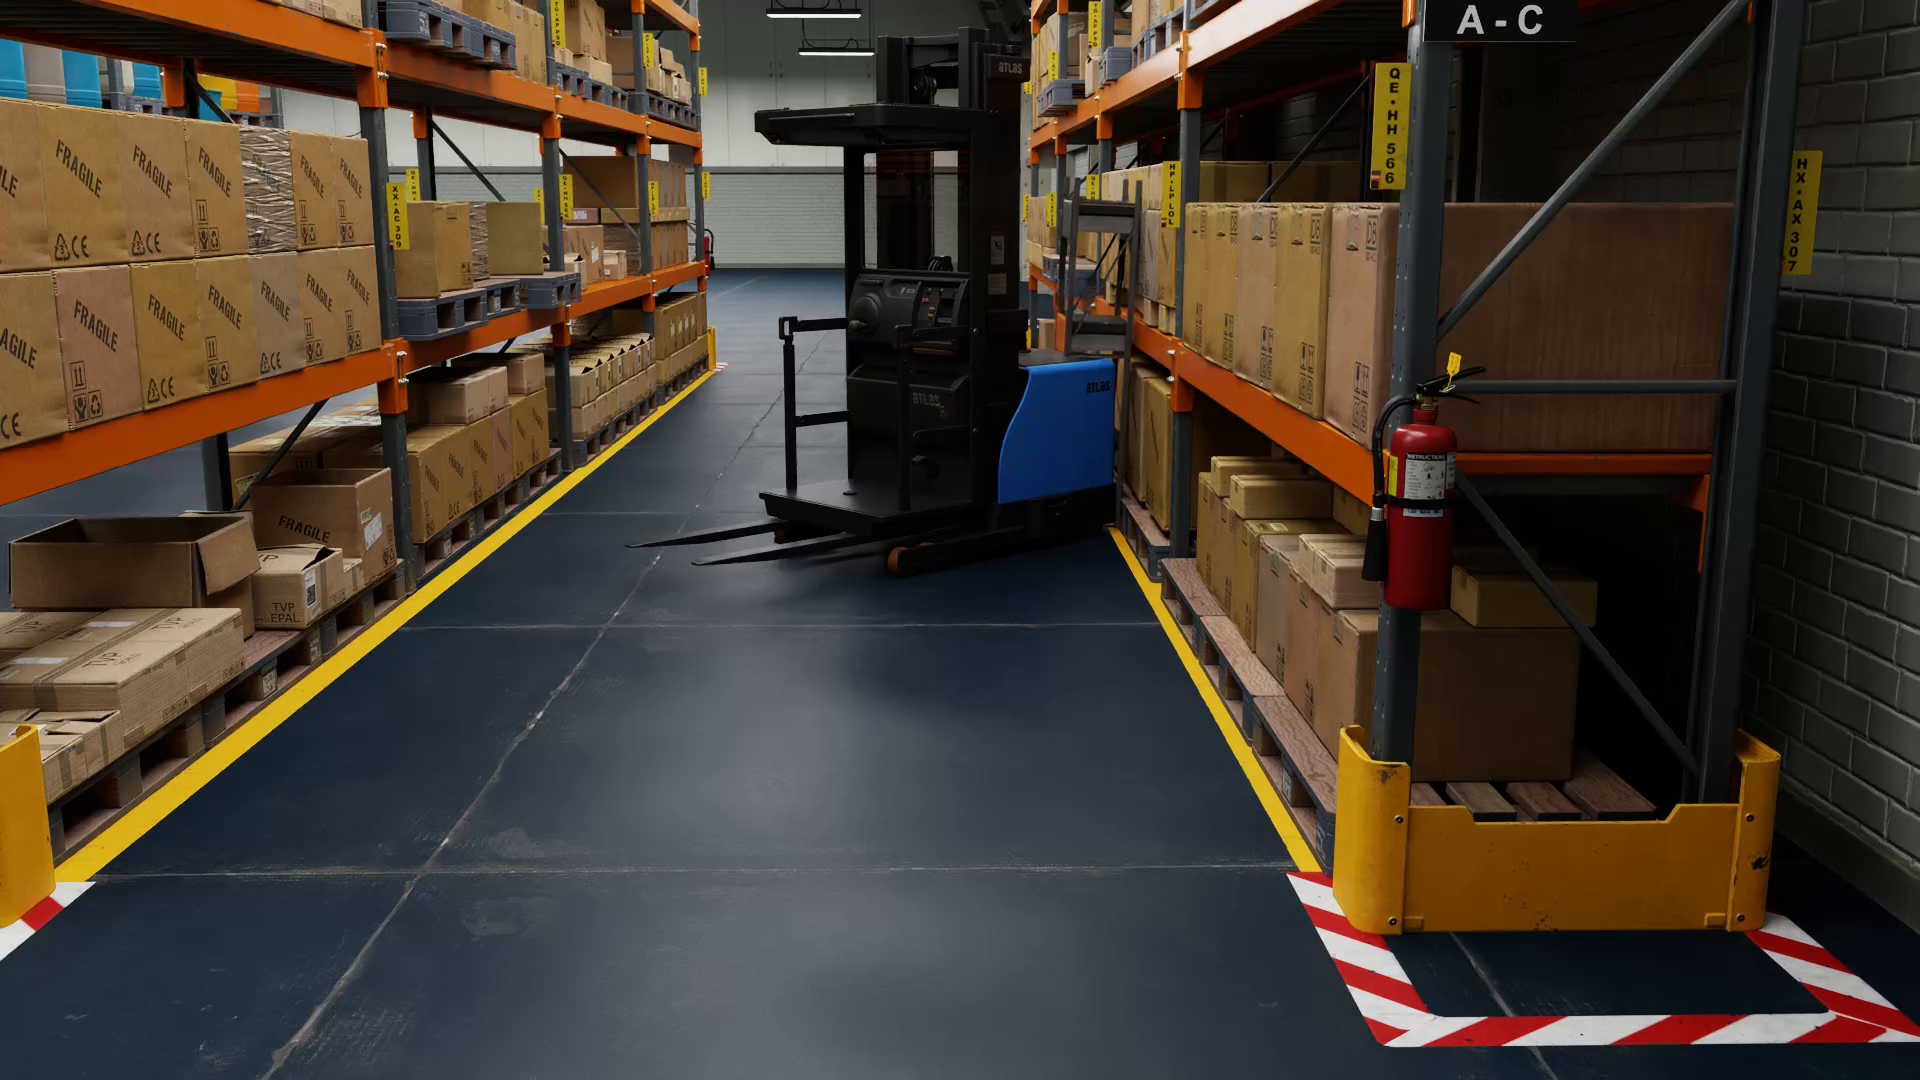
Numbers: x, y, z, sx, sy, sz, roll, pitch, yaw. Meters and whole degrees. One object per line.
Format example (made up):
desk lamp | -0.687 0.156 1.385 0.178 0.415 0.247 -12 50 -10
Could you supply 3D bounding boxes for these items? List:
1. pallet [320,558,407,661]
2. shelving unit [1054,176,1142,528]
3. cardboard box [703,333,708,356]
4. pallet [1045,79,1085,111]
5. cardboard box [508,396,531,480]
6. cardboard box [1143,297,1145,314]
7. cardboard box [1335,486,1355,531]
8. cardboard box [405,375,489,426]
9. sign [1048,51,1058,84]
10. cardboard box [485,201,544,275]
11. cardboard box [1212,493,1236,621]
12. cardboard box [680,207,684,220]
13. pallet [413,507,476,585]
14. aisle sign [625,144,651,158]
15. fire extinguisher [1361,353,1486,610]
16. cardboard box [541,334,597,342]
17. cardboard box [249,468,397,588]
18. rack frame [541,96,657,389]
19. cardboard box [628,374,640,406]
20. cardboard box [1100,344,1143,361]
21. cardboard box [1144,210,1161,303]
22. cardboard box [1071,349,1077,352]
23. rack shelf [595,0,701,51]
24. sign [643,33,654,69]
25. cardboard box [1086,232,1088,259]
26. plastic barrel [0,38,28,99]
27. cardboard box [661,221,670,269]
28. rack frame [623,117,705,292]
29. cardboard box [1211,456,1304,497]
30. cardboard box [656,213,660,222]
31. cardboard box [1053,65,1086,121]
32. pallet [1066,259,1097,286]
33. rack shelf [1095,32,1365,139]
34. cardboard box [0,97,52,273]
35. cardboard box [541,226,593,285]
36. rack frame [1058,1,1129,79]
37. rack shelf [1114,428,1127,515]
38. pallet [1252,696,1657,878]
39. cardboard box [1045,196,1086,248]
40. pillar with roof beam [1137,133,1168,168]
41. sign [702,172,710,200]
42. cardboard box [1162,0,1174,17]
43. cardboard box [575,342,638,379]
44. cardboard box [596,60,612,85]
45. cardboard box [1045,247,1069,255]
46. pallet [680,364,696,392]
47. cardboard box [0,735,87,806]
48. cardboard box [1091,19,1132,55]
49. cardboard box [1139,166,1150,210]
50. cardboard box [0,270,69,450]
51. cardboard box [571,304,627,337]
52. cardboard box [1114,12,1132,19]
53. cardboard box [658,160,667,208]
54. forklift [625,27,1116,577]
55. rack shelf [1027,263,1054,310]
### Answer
pallet | -3.335 0.319 7.959 1.003 0.211 1.213 0 11 -1
shelving unit | 0.816 -1.162 10.279 0.431 2.100 0.503 2 13 -4
cardboard box | -3.290 -2.323 19.824 0.500 0.250 0.500 0 11 -1
pallet | 1.370 -3.845 14.394 1.213 0.211 1.003 0 11 -1
cardboard box | -3.166 -0.683 11.060 0.500 0.500 0.500 -1 11 -3
cardboard box | 1.338 -1.464 10.313 0.380 0.149 0.250 0 11 1
cardboard box | 1.743 -0.126 6.737 0.380 0.149 0.250 0 11 -2
cardboard box | -3.135 -0.839 9.943 0.500 0.250 0.500 0 11 -1
sign | 0.897 -4.516 15.929 0.100 0.325 0.005 0 11 -1
cardboard box | -3.305 -2.110 11.607 0.700 0.500 0.500 -4 12 -20
cardboard box | 1.525 0.062 7.438 0.700 0.500 0.500 0 11 -2
cardboard box | -3.385 -3.759 19.160 0.380 0.149 0.250 0 11 -2
pallet | -3.403 0.020 9.428 1.003 0.211 1.213 0 11 -1
aisle sign | -3.904 -4.856 19.912 0.394 0.787 0.004 0 11 -1
fire extinguisher | 1.229 -0.158 4.427 0.296 0.674 0.183 0 11 -1
cardboard box | -3.754 -1.825 15.959 0.500 0.311 0.500 0 11 -1
cardboard box | -3.053 -0.063 8.007 0.500 0.500 0.500 0 11 -1
rack frame | -3.513 -2.775 16.193 1.000 3.000 0.127 0 11 -1
cardboard box | -3.195 -1.350 15.027 0.500 0.250 0.500 0 11 0
cardboard box | 1.406 -1.006 11.826 0.750 0.750 0.750 0 11 -2
cardboard box | 1.322 -1.602 9.364 0.500 0.500 0.500 0 11 -1
cardboard box | 1.378 -1.993 17.518 0.500 0.500 0.500 -1 12 -5
rack shelf | -3.555 -5.564 17.667 1.077 0.370 4.000 0 11 -1
sign | -2.971 -4.657 15.833 0.100 0.325 0.005 0 11 -1
cardboard box | 1.465 -2.717 14.552 0.700 0.500 0.500 1 12 7
plastic barrel | -8.211 -4.111 13.973 0.600 0.901 0.708 0 11 -1
cardboard box | -3.564 -3.219 18.128 0.700 0.500 0.500 0 11 1
rack frame | -3.596 -3.570 20.112 1.000 3.000 0.127 0 11 -1
cardboard box | 1.342 -0.287 7.527 0.380 0.149 0.250 0 11 1
cardboard box | -3.348 -3.399 17.387 0.380 0.149 0.250 -1 11 -3
cardboard box | 1.182 -4.425 16.479 0.500 0.500 0.500 0 11 0
pallet | 1.440 -2.300 14.336 1.003 0.211 1.213 0 11 -1
rack shelf | 1.563 -2.721 10.191 1.077 0.370 4.000 0 11 -1
cardboard box | -3.011 -1.018 4.766 0.500 0.500 0.500 0 11 1
cardboard box | -3.493 -2.467 14.423 0.500 0.500 0.500 0 11 -1
rack frame | 1.439 -5.736 15.700 1.000 3.000 0.127 0 11 -1
rack shelf | 0.785 -0.467 10.438 0.431 0.518 0.480 2 13 -4
pallet | 1.592 0.797 5.598 1.003 0.211 1.213 0 11 -1
cardboard box | 1.120 -3.193 16.692 0.500 0.500 0.500 0 11 -1
pillar with roof beam | -2.068 -6.378 18.864 9.100 9.000 0.400 0 11 -1
sign | -3.053 -4.253 19.971 0.100 0.325 0.005 0 11 -1
cardboard box | 1.651 -3.424 10.491 0.700 0.500 0.500 0 11 2
cardboard box | -3.193 -1.626 14.979 0.500 0.311 0.500 0 11 -1
cardboard box | -3.510 -4.255 15.264 0.500 0.250 0.500 1 12 5
cardboard box | 1.126 -2.825 16.768 0.500 0.250 0.500 0 11 -1
pallet | -3.516 -1.810 18.449 1.003 0.211 1.213 0 11 -1
cardboard box | -2.930 0.707 5.092 0.380 0.149 0.250 0 11 -1
cardboard box | 1.396 -4.167 14.201 0.500 0.500 0.500 -1 11 -3
cardboard box | 1.328 -2.073 9.796 0.500 0.250 0.500 0 11 0
cardboard box | -3.011 -0.528 4.865 0.500 0.500 0.500 0 11 0
cardboard box | -3.740 -2.191 17.290 0.500 0.500 0.500 0 11 -1
cardboard box | 1.715 -4.914 16.373 0.500 0.500 0.500 0 11 0
cardboard box | -3.560 -3.847 17.964 0.700 0.500 0.500 0 11 -1
forklift | -0.453 -1.350 9.343 3.031 2.935 1.130 -11 16 -43
rack shelf | 1.398 -2.841 18.328 1.077 0.370 4.000 0 11 -1
